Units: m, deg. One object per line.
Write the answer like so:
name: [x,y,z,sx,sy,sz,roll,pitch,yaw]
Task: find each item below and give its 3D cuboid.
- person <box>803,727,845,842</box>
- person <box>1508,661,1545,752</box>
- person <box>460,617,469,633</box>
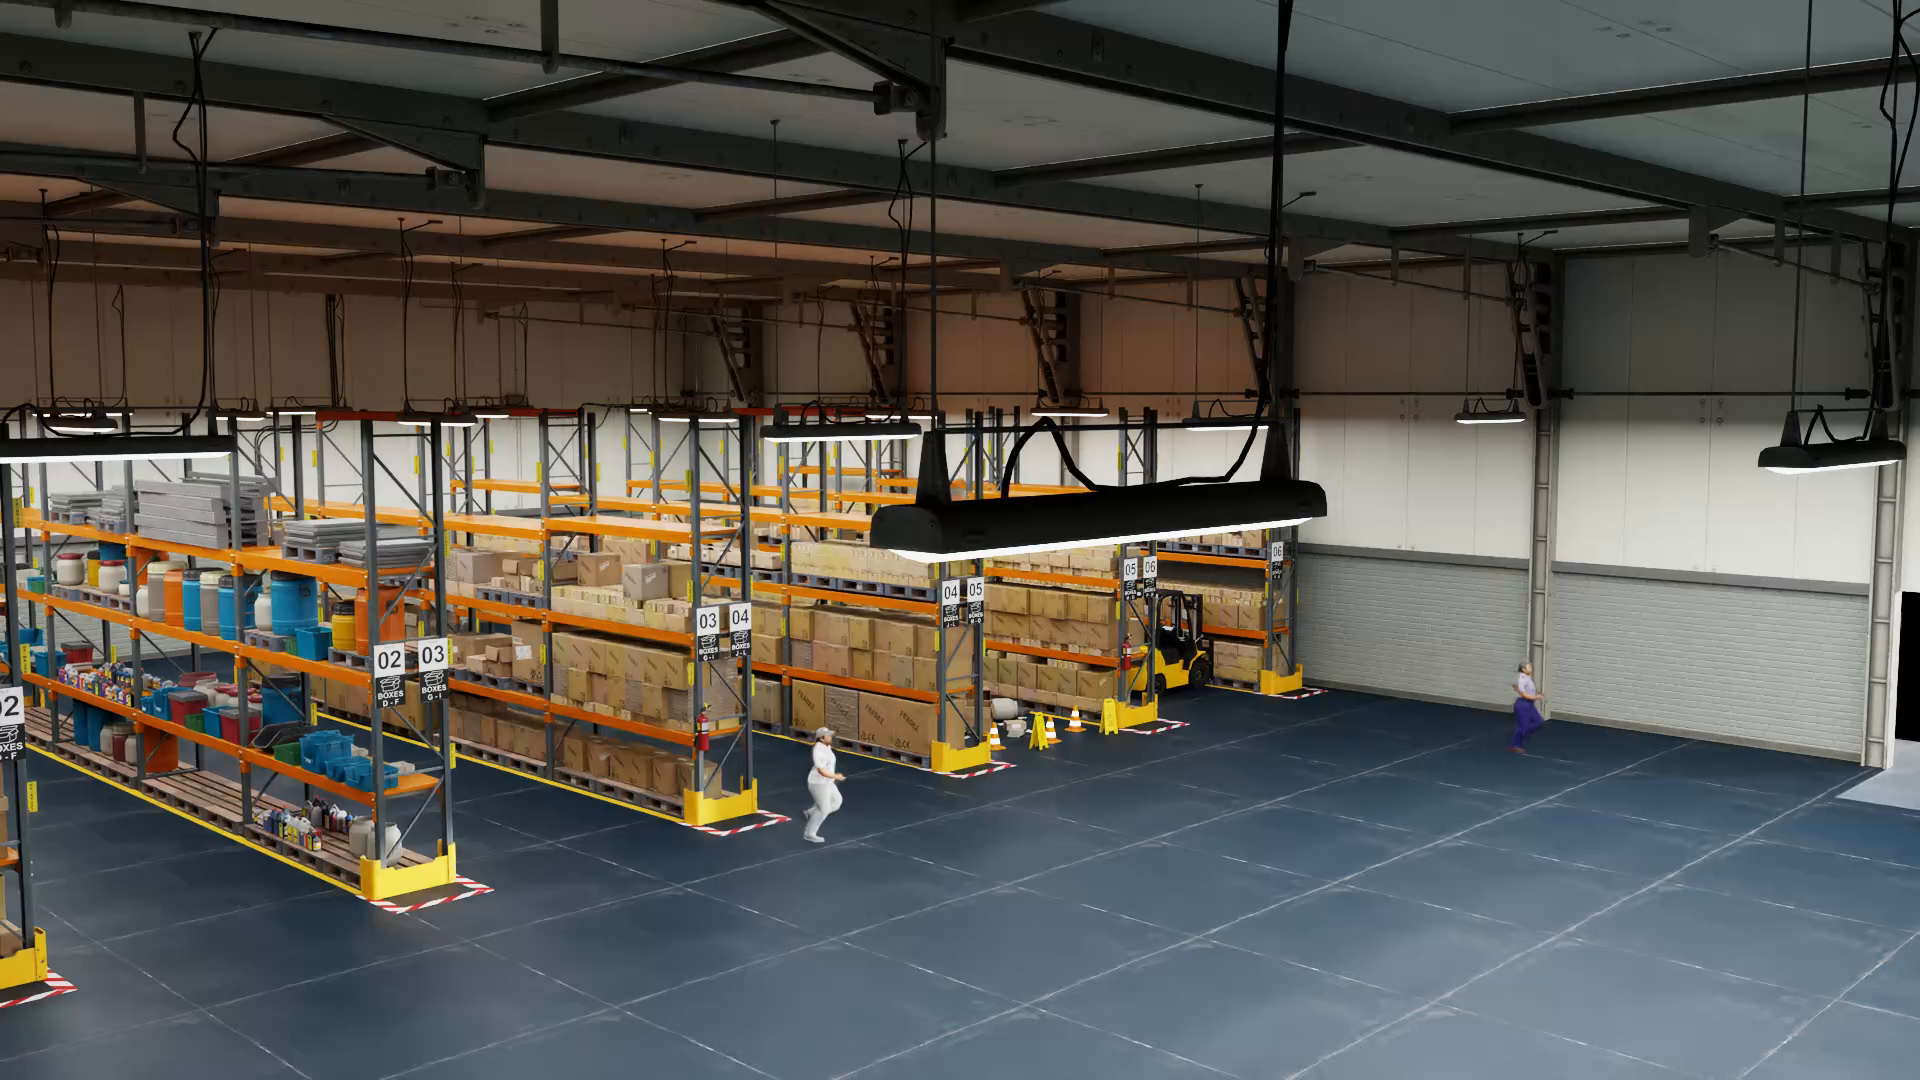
person: [-1.919,3.445,23.563,0.607,1.630,0.637,0,5,2]
person: [9.968,2.939,29.240,0.593,1.598,0.590,3,6,26]
person: [-11.885,1.877,40.294,0.873,1.765,0.657,-2,5,-17]
